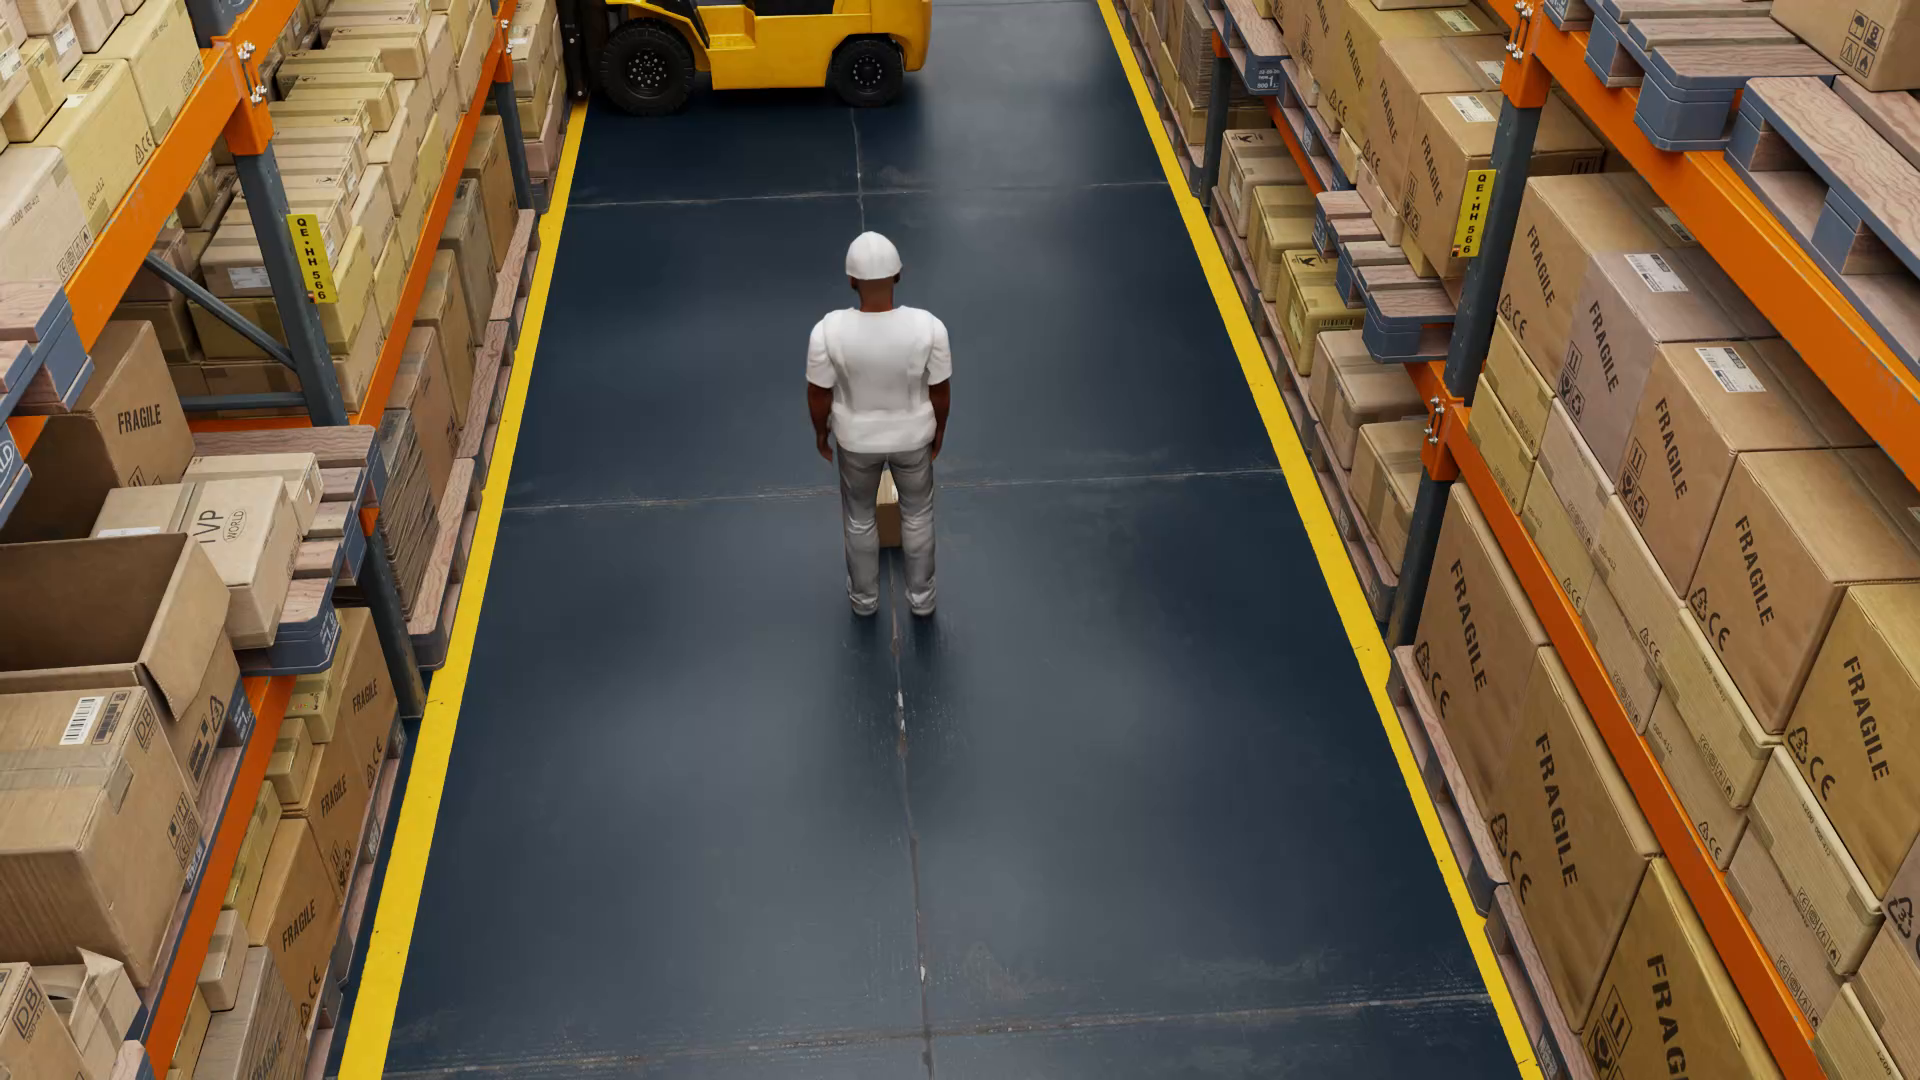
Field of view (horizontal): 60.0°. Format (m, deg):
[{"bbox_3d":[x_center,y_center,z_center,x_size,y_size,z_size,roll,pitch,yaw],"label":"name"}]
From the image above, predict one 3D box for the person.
[{"bbox_3d":[-0.318,-0.431,6.678,0.566,1.769,0.364,-2,39,-3],"label":"person"}]
